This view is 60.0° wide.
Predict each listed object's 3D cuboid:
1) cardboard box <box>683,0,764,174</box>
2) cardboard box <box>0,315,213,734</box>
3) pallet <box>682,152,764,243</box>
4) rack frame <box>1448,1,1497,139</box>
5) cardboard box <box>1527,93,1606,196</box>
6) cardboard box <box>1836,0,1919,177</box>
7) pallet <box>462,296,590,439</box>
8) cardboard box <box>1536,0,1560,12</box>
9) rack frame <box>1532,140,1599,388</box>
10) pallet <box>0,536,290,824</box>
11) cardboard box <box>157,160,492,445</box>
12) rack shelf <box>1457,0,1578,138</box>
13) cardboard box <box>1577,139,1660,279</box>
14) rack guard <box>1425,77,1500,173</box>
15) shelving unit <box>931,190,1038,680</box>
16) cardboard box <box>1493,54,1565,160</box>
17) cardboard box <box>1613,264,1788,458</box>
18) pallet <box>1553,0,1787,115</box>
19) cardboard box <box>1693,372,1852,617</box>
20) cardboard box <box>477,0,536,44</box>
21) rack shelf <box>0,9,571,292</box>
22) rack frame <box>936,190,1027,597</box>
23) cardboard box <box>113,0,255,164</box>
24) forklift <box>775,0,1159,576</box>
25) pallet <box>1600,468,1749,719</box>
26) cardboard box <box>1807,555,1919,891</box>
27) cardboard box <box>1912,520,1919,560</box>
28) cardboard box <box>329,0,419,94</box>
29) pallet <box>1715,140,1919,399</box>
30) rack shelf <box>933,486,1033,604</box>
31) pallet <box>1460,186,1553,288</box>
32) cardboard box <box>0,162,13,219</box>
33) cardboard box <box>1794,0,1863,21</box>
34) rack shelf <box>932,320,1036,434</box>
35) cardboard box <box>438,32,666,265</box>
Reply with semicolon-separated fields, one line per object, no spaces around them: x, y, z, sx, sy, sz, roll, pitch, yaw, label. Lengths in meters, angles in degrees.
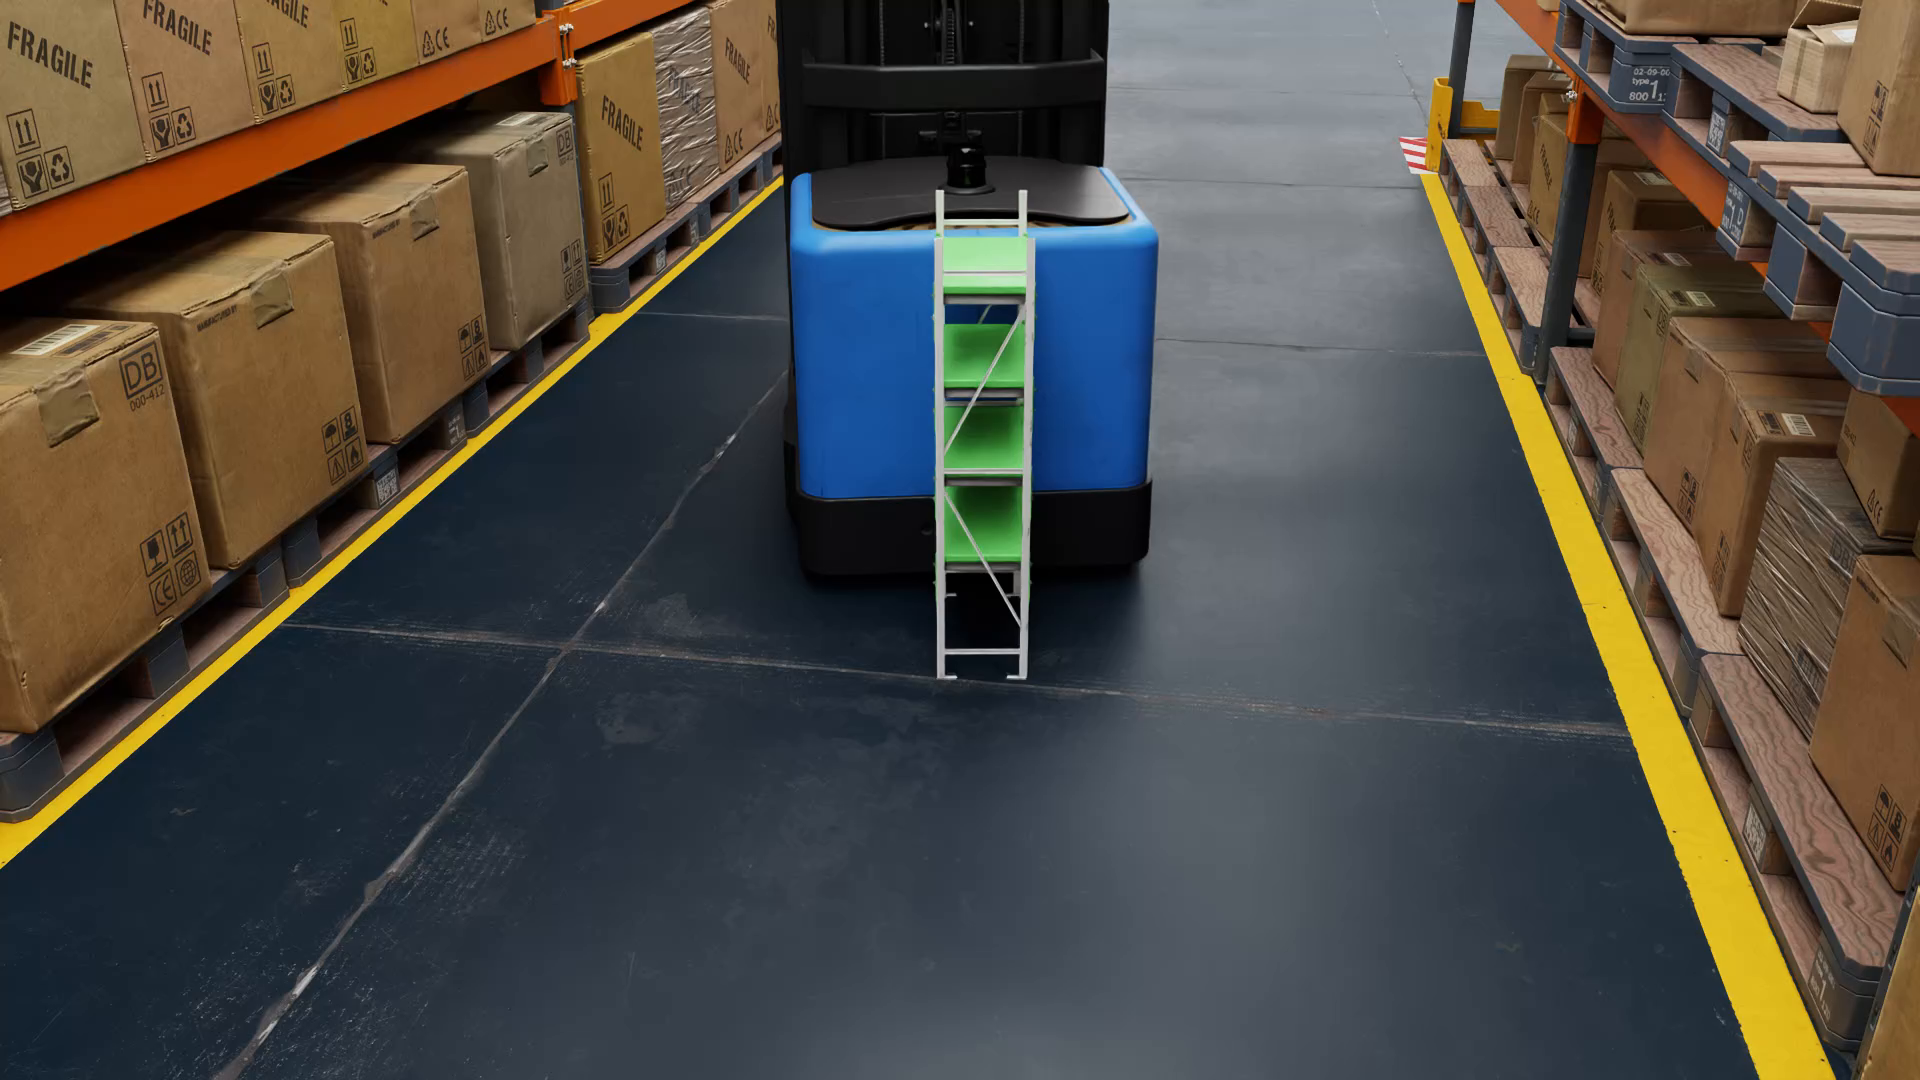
-1.642;-2.579;9.233;0.875;0.875;0.875;4;25;8;cardboard box
-2.574;-0.081;4.044;1.050;0.750;0.750;4;25;8;cardboard box
-1.710;-1.896;9.052;1.003;0.211;1.213;4;25;9;pallet
3.422;-3.622;9.449;1.000;3.000;0.127;4;25;9;rack frame
3.118;-1.907;8.239;0.500;0.500;0.500;6;26;13;cardboard box
2.156;-0.980;3.193;0.700;0.500;0.500;8;26;16;cardboard box
-2.160;-0.744;6.590;1.003;0.211;1.213;4;25;9;pallet
2.595;-2.262;6.840;0.380;0.149;0.250;4;25;9;cardboard box
2.768;-1.949;5.875;1.000;3.000;0.127;4;25;9;rack frame
-2.559;0.277;4.410;1.003;0.211;1.213;4;25;9;pallet
-2.283;-0.837;5.658;1.050;0.750;0.750;4;25;9;cardboard box
3.095;-2.459;7.815;1.077;0.370;4.000;4;25;9;rack shelf
2.959;-1.411;7.180;0.500;0.500;0.500;13;28;25;cardboard box
3.409;-2.458;9.911;1.175;0.500;0.348;4;25;9;rack guard
0.058;-0.275;4.421;0.258;1.200;0.503;0;25;0;shelving unit
3.303;-2.420;9.334;0.500;0.500;0.500;9;27;18;cardboard box
2.550;-0.562;5.343;0.700;0.500;0.500;4;25;8;cardboard box
2.500;-1.552;5.254;1.003;0.211;1.213;4;25;9;pallet
2.368;-0.095;4.344;0.700;0.500;0.500;6;26;13;cardboard box
-1.930;-2.143;6.172;0.500;0.500;0.500;4;25;8;cardboard box
-2.435;-1.172;5.065;1.077;0.370;4.000;4;25;9;rack shelf
0.057;-0.378;4.642;0.240;1.200;0.015;0;25;0;rack frame
-2.259;-1.300;4.371;0.500;0.500;0.500;4;25;8;cardboard box
-0.080;-1.813;5.665;1.130;2.935;3.031;-2;25;-5;forklift
2.445;0.152;4.677;1.003;0.211;1.213;4;25;9;pallet
2.204;0.375;3.339;0.700;0.500;0.500;3;25;6;cardboard box
2.194;0.035;3.182;0.500;0.250;0.500;5;26;11;cardboard box
-2.095;-1.720;5.269;0.500;0.500;0.500;4;25;9;cardboard box
2.126;-0.494;2.994;1.213;0.211;1.003;4;25;9;pallet
0.058;0.001;4.550;0.258;0.148;0.480;0;25;0;rack shelf
3.040;-1.481;8.165;1.003;0.211;1.213;4;25;9;pallet
-2.423;-0.876;3.465;0.500;0.500;0.500;4;25;9;cardboard box
2.576;-1.454;4.201;0.797;0.503;0.637;7;26;14;cardboard box
0.058;-0.434;4.347;0.258;0.148;0.480;0;25;0;rack shelf
-1.937;-1.821;7.612;0.875;0.875;0.875;4;25;9;cardboard box
